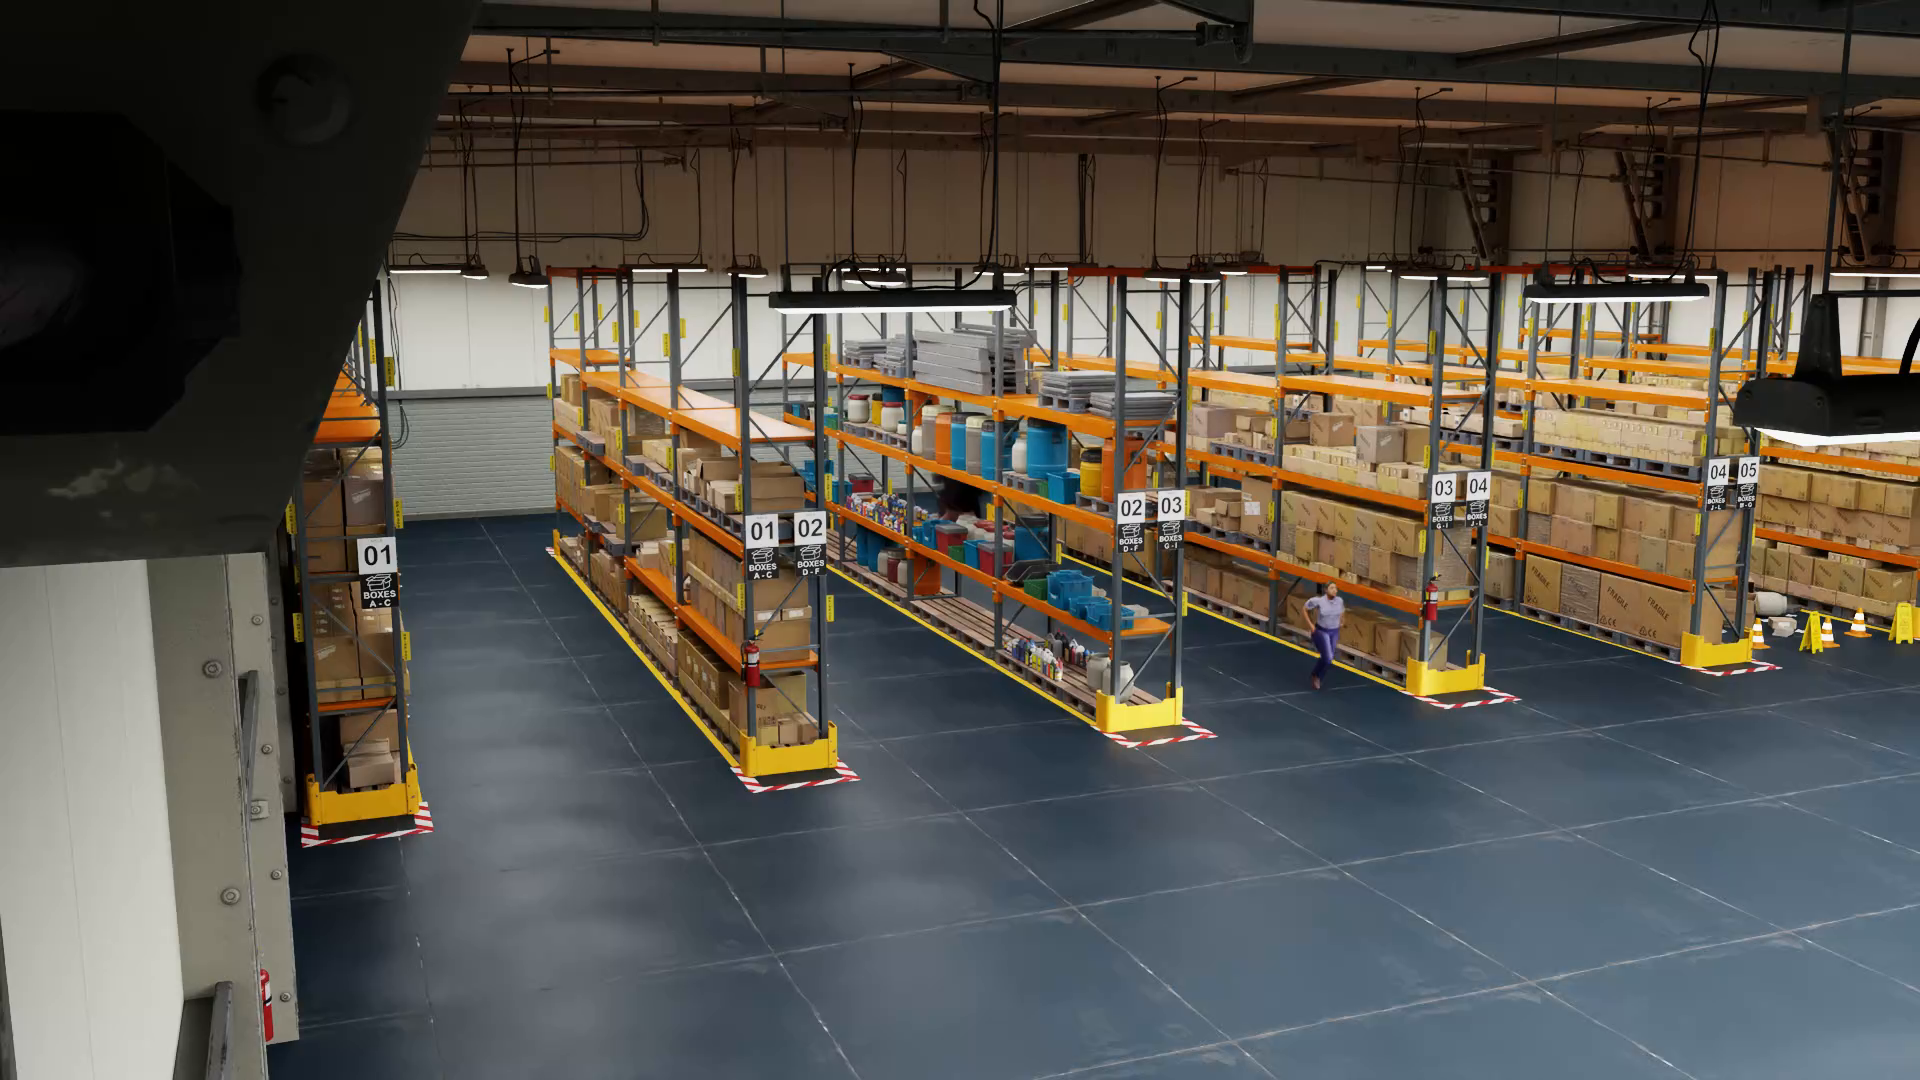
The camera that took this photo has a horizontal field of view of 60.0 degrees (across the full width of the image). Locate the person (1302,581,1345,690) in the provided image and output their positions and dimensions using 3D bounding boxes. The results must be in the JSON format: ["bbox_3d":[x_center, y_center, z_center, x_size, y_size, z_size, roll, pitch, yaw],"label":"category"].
[{"bbox_3d":[5.303,1.384,24.064,0.597,1.588,0.658,-4,11,-22],"label":"person"}]

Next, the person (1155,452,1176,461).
[{"bbox_3d":[5.086,-1.693,41.195,0.916,1.788,0.750,-7,12,-36],"label":"person"}]
